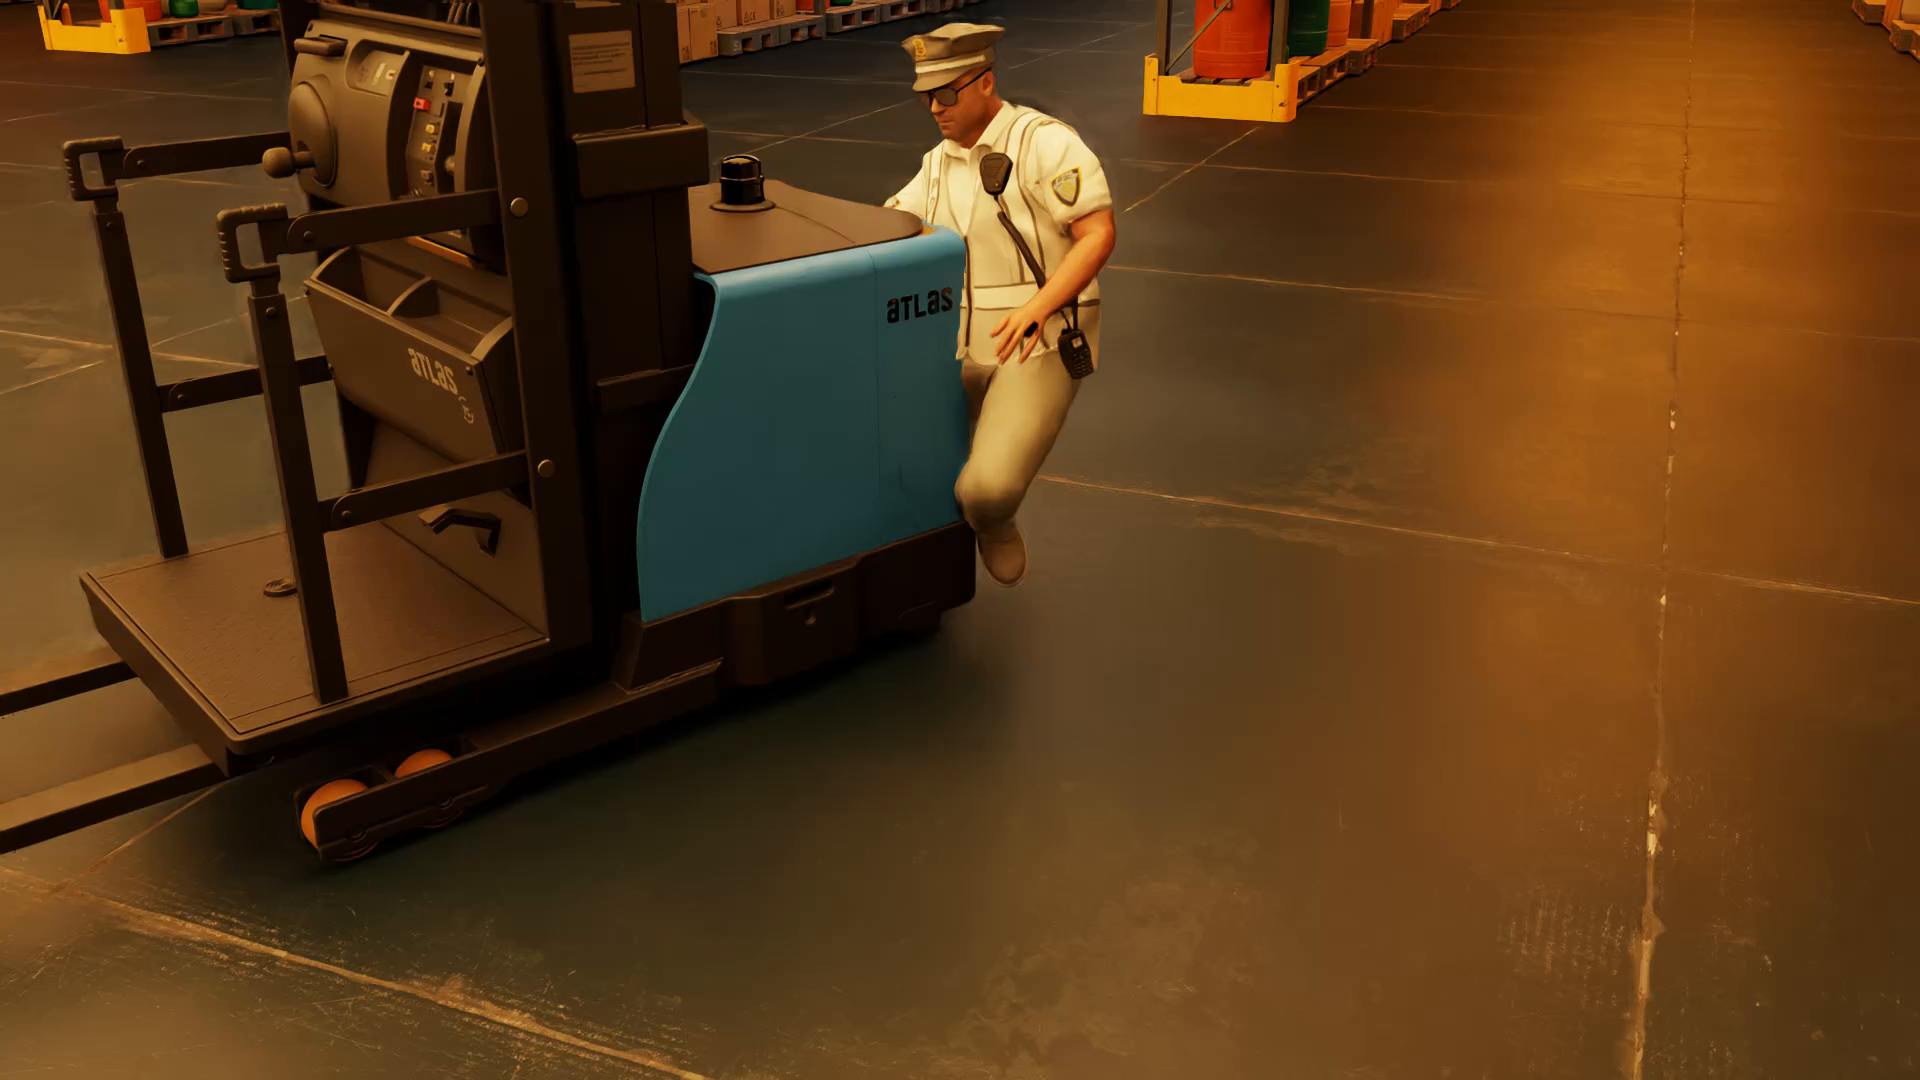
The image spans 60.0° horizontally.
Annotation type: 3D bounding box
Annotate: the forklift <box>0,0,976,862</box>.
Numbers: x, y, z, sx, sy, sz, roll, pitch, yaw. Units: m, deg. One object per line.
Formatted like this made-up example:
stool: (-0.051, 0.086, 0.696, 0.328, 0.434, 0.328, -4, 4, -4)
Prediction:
forklift: (-1.402, -0.908, 3.465, 3.031, 2.935, 1.130, -18, 29, -37)

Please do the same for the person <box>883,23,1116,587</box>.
person: (-5.926, -11.261, 20.366, 34.995, 9.000, 21.249, 19, 29, 38)
